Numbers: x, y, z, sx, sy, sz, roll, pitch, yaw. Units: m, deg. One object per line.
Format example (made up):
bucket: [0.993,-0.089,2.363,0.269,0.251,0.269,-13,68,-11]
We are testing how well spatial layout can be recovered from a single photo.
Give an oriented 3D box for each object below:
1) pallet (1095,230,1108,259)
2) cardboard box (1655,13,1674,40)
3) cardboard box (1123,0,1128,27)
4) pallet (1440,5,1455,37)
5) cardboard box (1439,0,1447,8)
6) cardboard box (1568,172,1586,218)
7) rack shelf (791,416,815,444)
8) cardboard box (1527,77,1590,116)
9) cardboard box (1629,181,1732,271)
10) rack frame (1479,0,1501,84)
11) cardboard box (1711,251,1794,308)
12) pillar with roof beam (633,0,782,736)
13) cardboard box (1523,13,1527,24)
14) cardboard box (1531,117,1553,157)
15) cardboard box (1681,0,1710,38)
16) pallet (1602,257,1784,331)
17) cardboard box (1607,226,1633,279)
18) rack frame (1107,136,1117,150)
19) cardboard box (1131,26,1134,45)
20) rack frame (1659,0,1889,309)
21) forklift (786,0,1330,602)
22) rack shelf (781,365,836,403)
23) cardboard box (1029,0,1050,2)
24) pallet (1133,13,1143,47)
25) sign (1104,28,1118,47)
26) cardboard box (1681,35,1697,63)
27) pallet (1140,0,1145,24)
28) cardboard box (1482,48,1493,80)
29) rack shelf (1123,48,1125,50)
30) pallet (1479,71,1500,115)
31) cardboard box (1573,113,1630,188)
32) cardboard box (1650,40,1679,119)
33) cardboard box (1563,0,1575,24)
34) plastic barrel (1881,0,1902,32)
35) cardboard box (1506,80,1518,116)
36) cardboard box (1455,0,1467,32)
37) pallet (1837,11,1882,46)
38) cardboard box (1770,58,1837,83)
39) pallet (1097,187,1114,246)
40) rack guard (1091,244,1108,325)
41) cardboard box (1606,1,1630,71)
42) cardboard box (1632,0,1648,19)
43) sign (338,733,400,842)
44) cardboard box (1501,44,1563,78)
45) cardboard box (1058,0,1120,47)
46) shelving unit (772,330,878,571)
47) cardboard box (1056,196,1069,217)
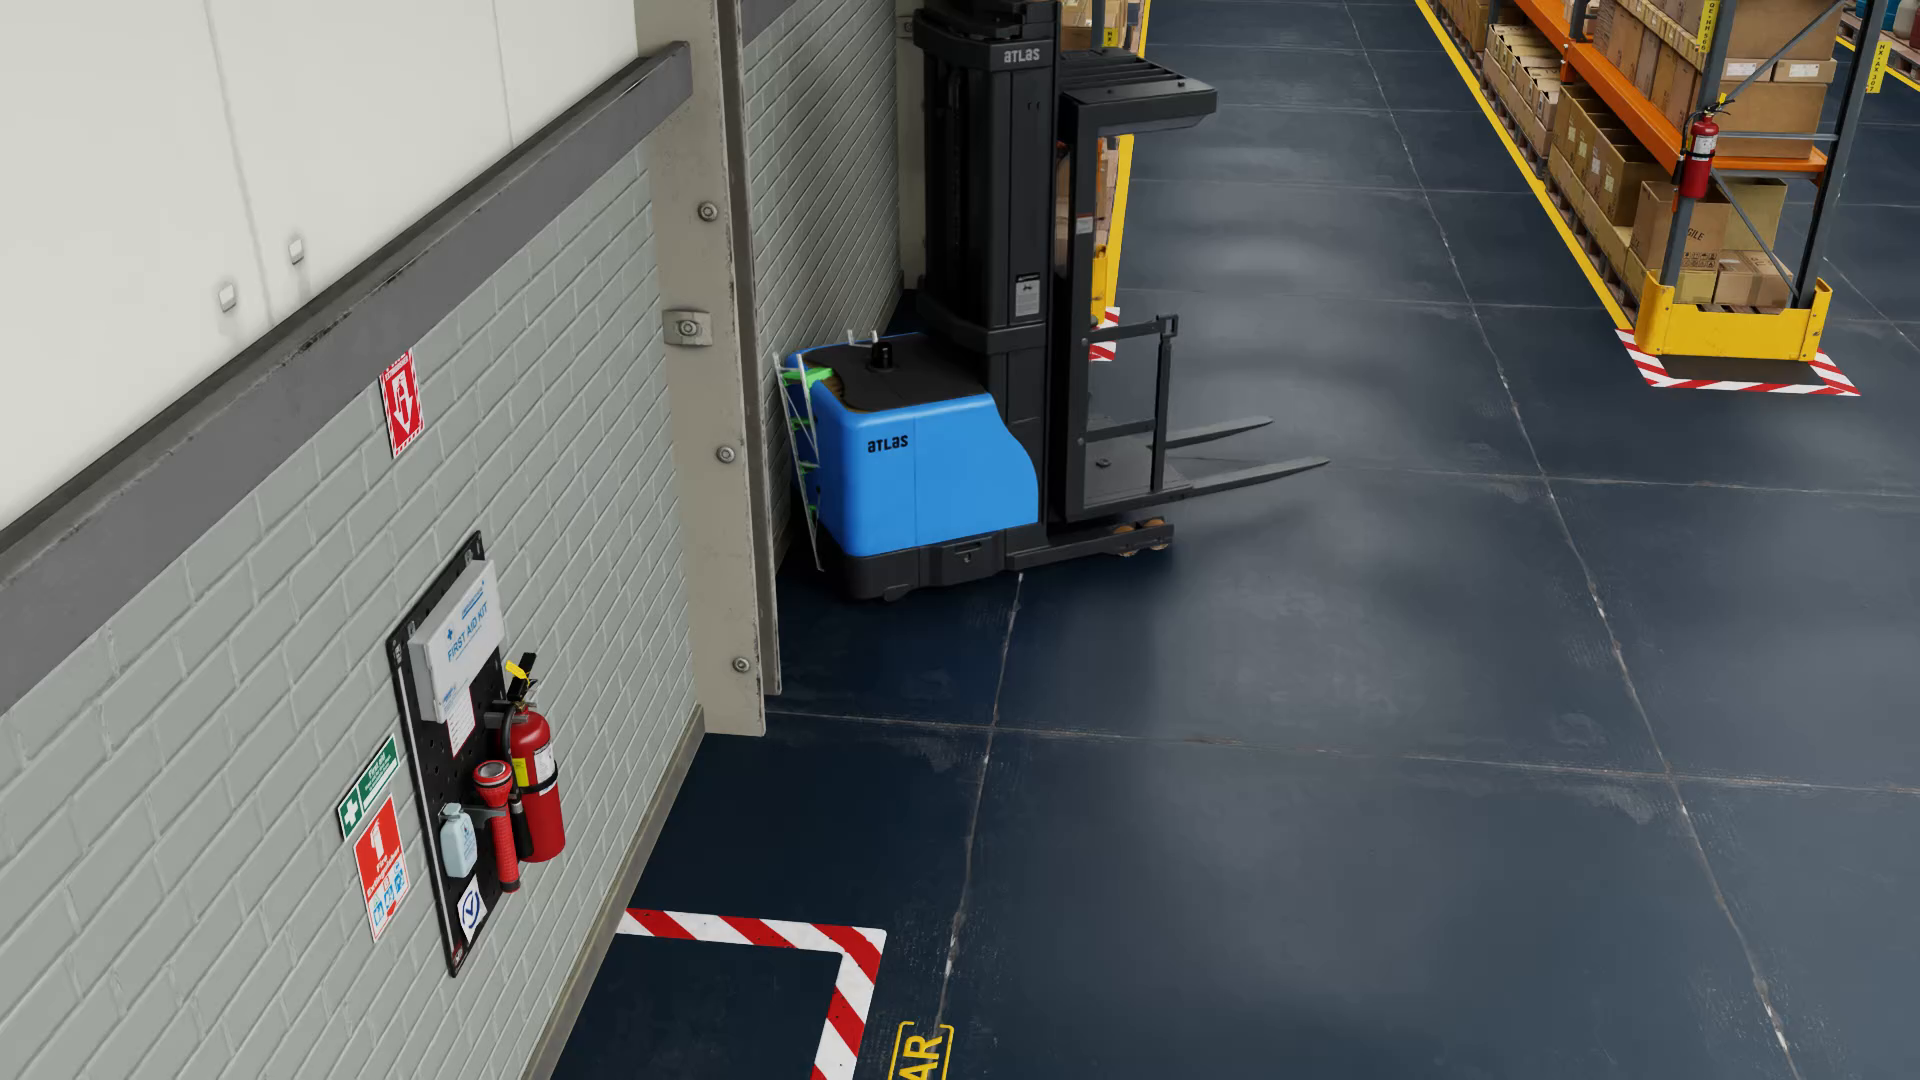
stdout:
pallet: [0.625,-2.160,13.037,1.003,0.211,1.213,3,28,6]
cardboard box: [5.413,-3.815,12.380,0.380,0.149,0.250,4,29,8]
cardboard box: [1.165,-4.651,14.068,0.500,0.500,0.500,3,28,6]
pallet: [6.806,-6.721,21.503,1.003,0.211,1.213,3,28,6]
cardboard box: [6.568,-7.214,21.649,0.500,0.500,0.500,2,28,4]
cardboard box: [5.398,-2.872,13.874,0.500,0.250,0.500,3,28,6]
rack shelf: [-0.634,-0.633,8.781,0.480,0.148,0.258,-23,21,-35]
cardboard box: [5.711,-4.242,15.826,0.500,0.311,0.500,4,29,8]
cardboard box: [5.169,-2.260,11.947,0.500,0.500,0.500,3,28,6]
rack frame: [6.379,-6.451,18.062,1.000,3.000,0.127,3,28,6]
cardboard box: [5.685,-1.899,12.069,0.500,0.250,0.500,3,28,6]
pillar with roof beam: [3.246,-2.918,5.178,9.100,9.000,0.400,3,28,6]
cardboard box: [6.776,-5.989,19.375,0.500,0.500,0.500,2,28,4]
cardboard box: [5.652,-3.755,15.513,0.500,0.250,0.500,3,28,6]
cardboard box: [5.534,-3.792,11.653,0.700,0.500,0.500,3,28,5]
pallet: [5.450,-1.820,12.406,1.003,0.211,1.213,3,28,6]
cardboard box: [5.220,-2.165,12.563,0.500,0.250,0.500,3,28,6]
rack frame: [0.972,-4.854,15.098,1.000,3.000,0.127,3,28,6]
cardboard box: [1.682,-6.314,19.631,0.750,0.750,0.750,3,28,6]
rack frame: [5.398,-2.685,11.072,1.000,3.000,0.127,3,28,6]
forklift: [0.626,-1.417,8.790,3.031,2.935,1.130,-11,30,-20]
rack shelf: [-0.675,-0.859,8.712,0.480,0.148,0.258,-23,21,-35]
cardboard box: [0.400,-3.715,12.329,0.500,0.500,0.500,4,29,7]
pallet: [1.785,-6.449,20.998,1.003,0.211,1.213,3,28,6]
sign: [1.020,-3.321,11.339,0.100,0.325,0.005,3,28,6]
cardboard box: [5.318,-3.449,11.701,0.380,0.149,0.250,3,28,5]
pallet: [1.932,-7.025,22.067,1.003,0.211,1.213,3,28,6]
cardboard box: [6.023,-5.196,18.188,0.500,0.250,0.500,3,28,6]
rack shelf: [1.217,-5.479,17.016,1.077,0.370,4.000,3,28,6]
pallet: [6.239,-4.838,18.008,1.003,0.211,1.213,3,28,6]
cardboard box: [5.398,-3.202,13.696,0.500,0.500,0.500,3,28,6]
cardboard box: [5.594,-3.429,12.347,0.700,0.500,0.500,4,29,7]
cardboard box: [5.814,-4.934,15.387,0.396,0.266,0.258,3,28,5]
plastic barrel: [11.614,-6.717,20.325,0.600,0.901,0.708,3,28,6]
cardboard box: [5.841,-4.473,16.846,0.500,0.250,0.500,4,29,7]
cardboard box: [6.382,-6.489,20.304,0.500,0.500,0.500,2,28,4]
pallet: [11.648,-6.456,21.011,1.003,0.211,1.213,3,28,6]
cardboard box: [5.660,-3.187,11.214,0.380,0.149,0.250,3,28,6]
pallet: [0.777,-2.733,14.100,1.003,0.211,1.213,3,28,6]
rack guard: [0.491,-1.907,12.262,1.175,0.500,0.348,3,28,6]
cardboard box: [5.782,-4.154,13.693,0.700,0.500,0.500,3,28,6]
cardboard box: [5.509,-4.176,13.049,0.380,0.149,0.250,3,28,5]
sign: [-1.528,0.638,4.307,0.001,0.109,0.331,3,28,6]
cardboard box: [5.902,-4.955,17.150,0.500,0.311,0.500,3,28,5]
cardboard box: [0.909,-3.684,12.271,0.500,0.500,0.500,3,29,6]
shelving unit: [-0.604,-0.467,8.832,0.503,1.200,0.258,-23,21,-35]
cardboard box: [0.725,-2.570,13.229,0.500,0.311,0.500,6,29,10]
